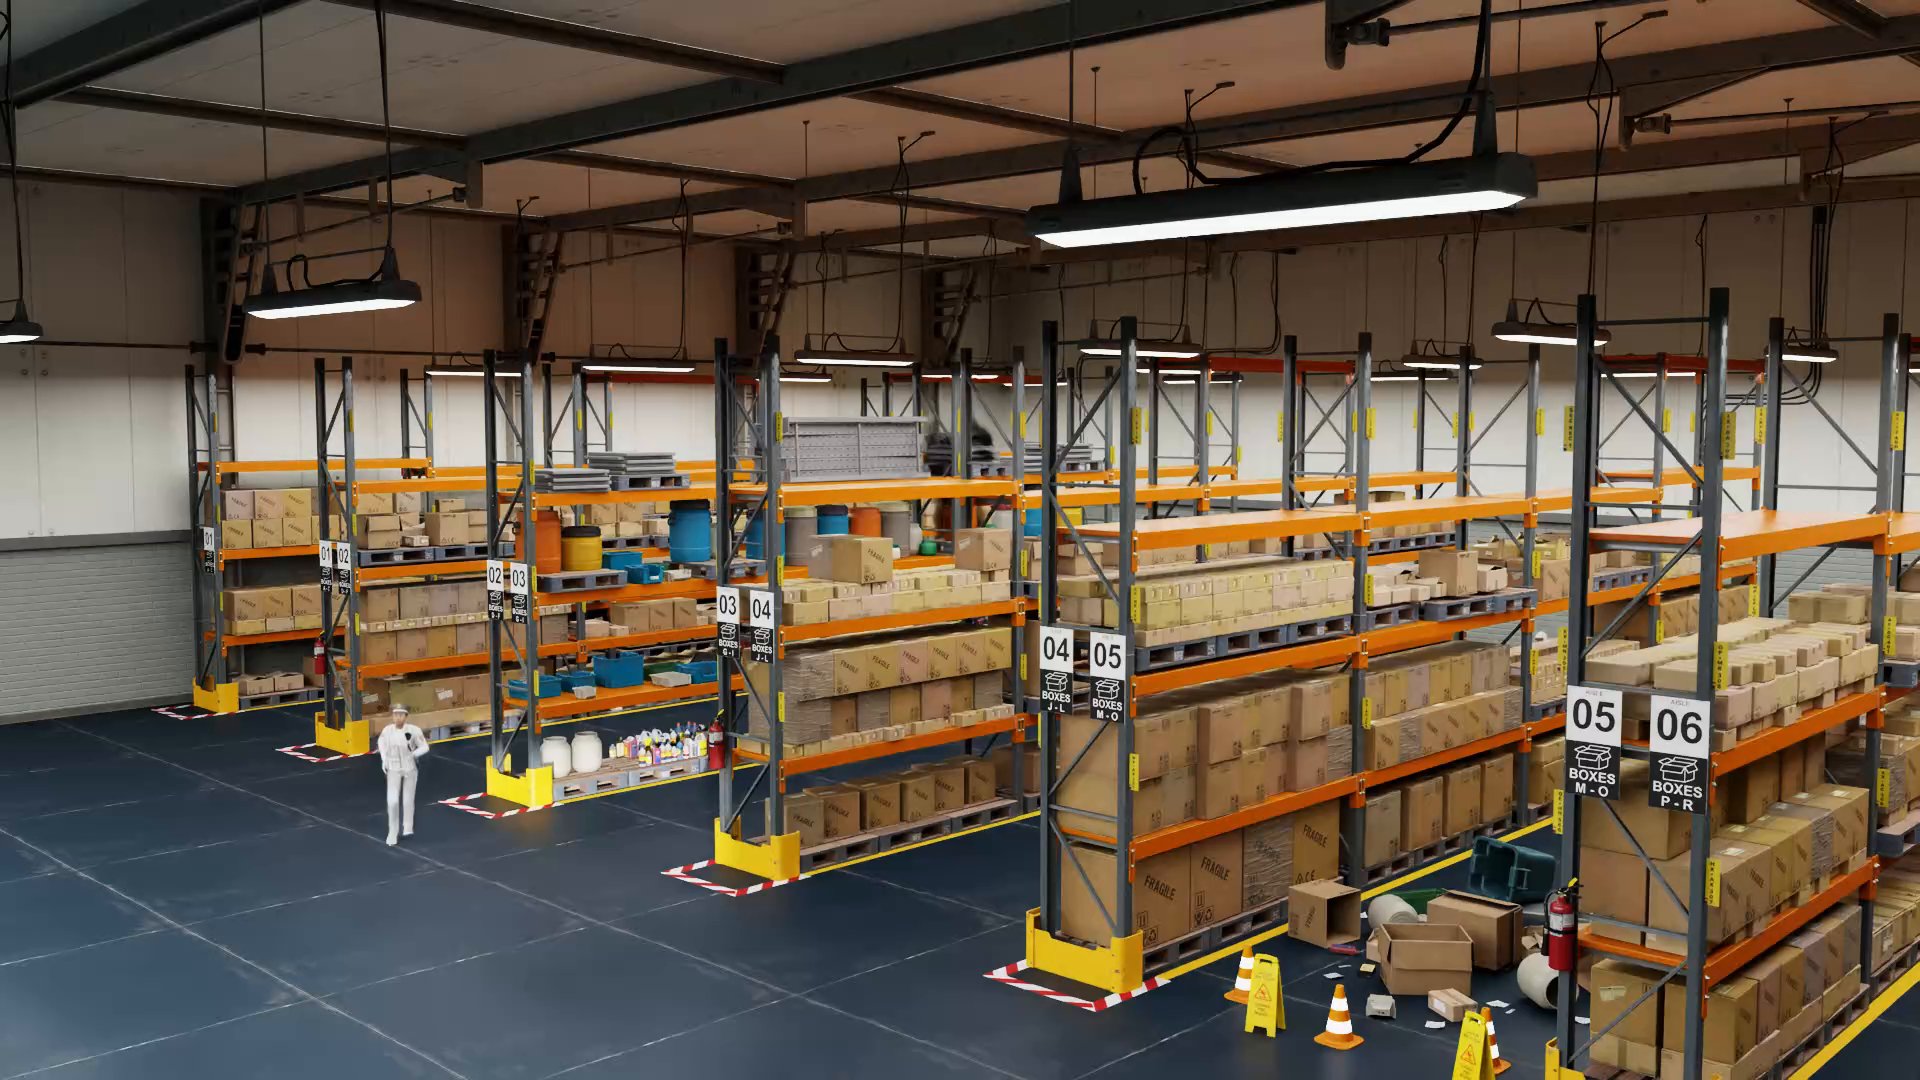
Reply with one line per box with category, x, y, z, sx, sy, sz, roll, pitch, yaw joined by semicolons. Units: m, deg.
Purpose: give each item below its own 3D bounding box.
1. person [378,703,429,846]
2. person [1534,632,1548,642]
person;-6.685;2.798;19.969;0.607;1.730;0.706;-1;4;-13
person;9.149;2.308;26.220;0.761;1.746;0.713;-4;6;-41
